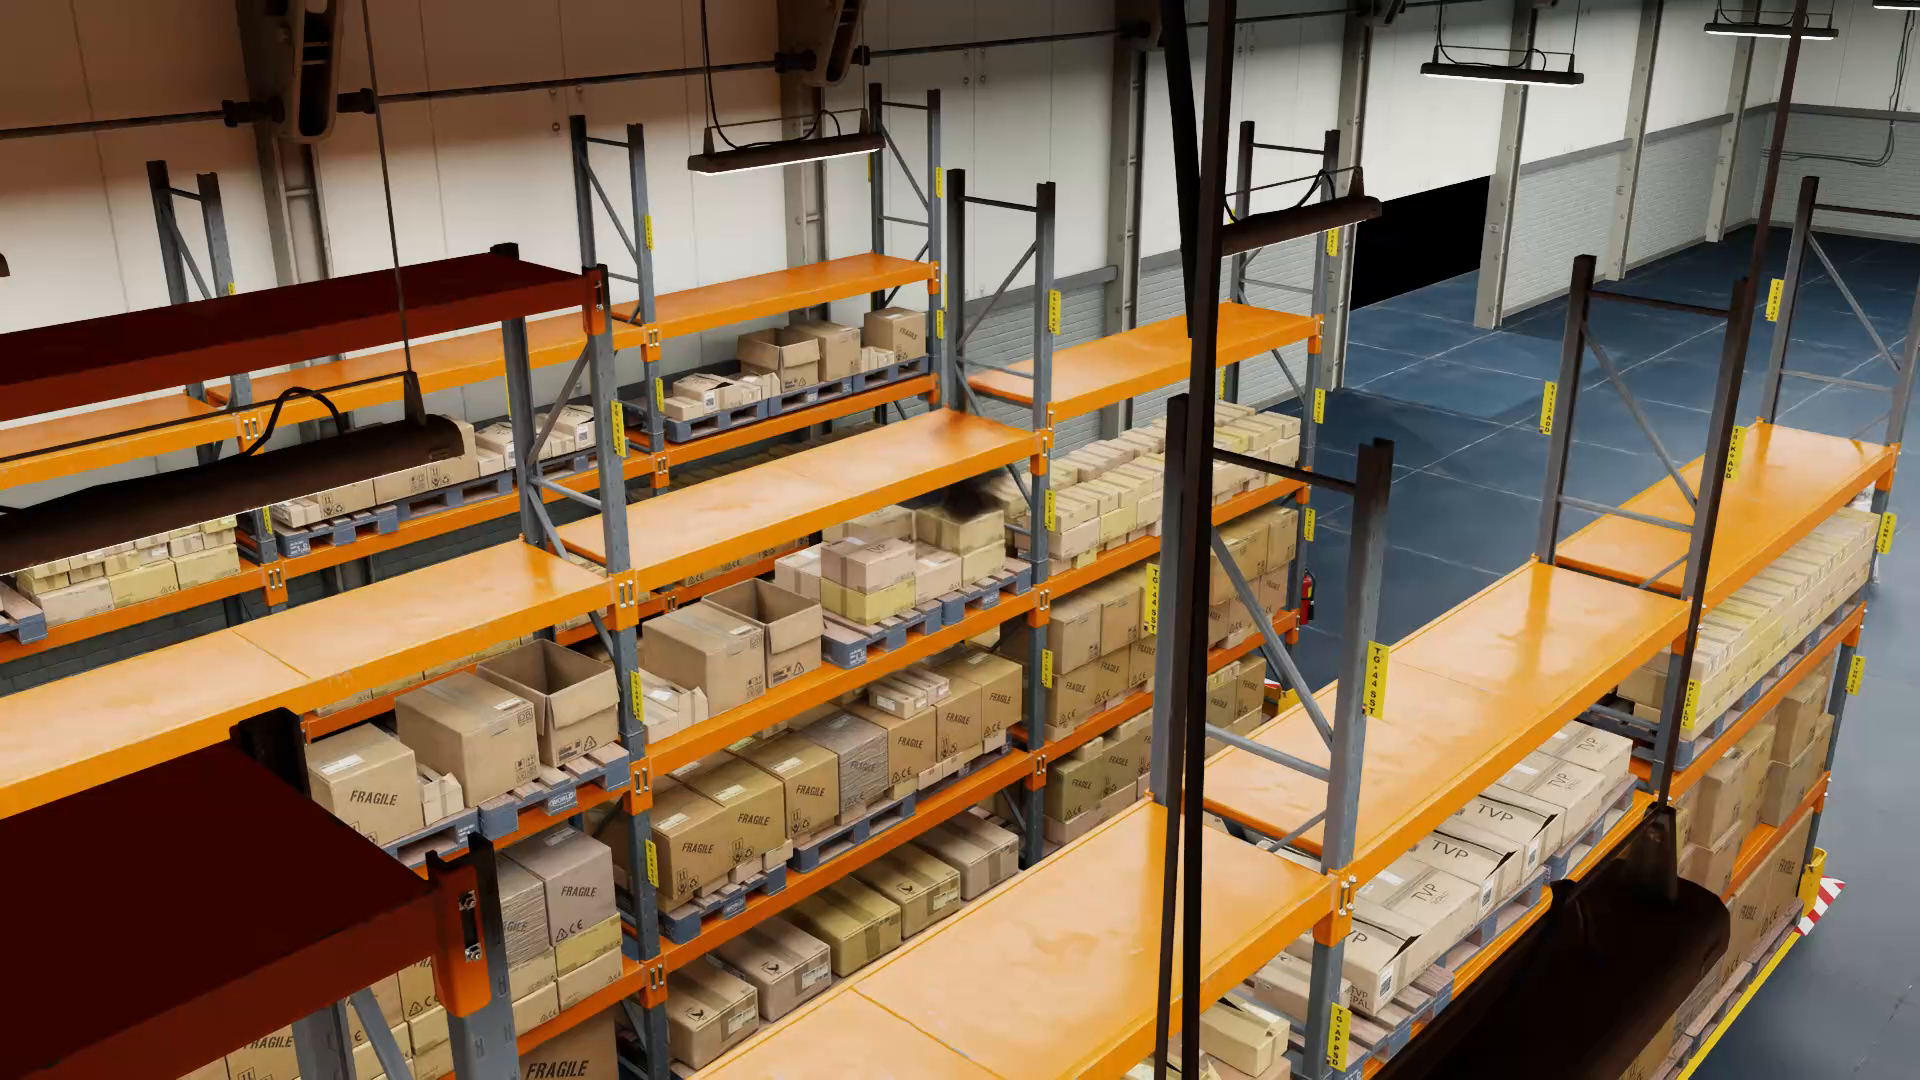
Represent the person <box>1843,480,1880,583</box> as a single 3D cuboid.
[{"bbox_3d":[11.031,-0.291,20.437,0.582,1.709,0.862,-3,21,-8],"label":"person"}]
